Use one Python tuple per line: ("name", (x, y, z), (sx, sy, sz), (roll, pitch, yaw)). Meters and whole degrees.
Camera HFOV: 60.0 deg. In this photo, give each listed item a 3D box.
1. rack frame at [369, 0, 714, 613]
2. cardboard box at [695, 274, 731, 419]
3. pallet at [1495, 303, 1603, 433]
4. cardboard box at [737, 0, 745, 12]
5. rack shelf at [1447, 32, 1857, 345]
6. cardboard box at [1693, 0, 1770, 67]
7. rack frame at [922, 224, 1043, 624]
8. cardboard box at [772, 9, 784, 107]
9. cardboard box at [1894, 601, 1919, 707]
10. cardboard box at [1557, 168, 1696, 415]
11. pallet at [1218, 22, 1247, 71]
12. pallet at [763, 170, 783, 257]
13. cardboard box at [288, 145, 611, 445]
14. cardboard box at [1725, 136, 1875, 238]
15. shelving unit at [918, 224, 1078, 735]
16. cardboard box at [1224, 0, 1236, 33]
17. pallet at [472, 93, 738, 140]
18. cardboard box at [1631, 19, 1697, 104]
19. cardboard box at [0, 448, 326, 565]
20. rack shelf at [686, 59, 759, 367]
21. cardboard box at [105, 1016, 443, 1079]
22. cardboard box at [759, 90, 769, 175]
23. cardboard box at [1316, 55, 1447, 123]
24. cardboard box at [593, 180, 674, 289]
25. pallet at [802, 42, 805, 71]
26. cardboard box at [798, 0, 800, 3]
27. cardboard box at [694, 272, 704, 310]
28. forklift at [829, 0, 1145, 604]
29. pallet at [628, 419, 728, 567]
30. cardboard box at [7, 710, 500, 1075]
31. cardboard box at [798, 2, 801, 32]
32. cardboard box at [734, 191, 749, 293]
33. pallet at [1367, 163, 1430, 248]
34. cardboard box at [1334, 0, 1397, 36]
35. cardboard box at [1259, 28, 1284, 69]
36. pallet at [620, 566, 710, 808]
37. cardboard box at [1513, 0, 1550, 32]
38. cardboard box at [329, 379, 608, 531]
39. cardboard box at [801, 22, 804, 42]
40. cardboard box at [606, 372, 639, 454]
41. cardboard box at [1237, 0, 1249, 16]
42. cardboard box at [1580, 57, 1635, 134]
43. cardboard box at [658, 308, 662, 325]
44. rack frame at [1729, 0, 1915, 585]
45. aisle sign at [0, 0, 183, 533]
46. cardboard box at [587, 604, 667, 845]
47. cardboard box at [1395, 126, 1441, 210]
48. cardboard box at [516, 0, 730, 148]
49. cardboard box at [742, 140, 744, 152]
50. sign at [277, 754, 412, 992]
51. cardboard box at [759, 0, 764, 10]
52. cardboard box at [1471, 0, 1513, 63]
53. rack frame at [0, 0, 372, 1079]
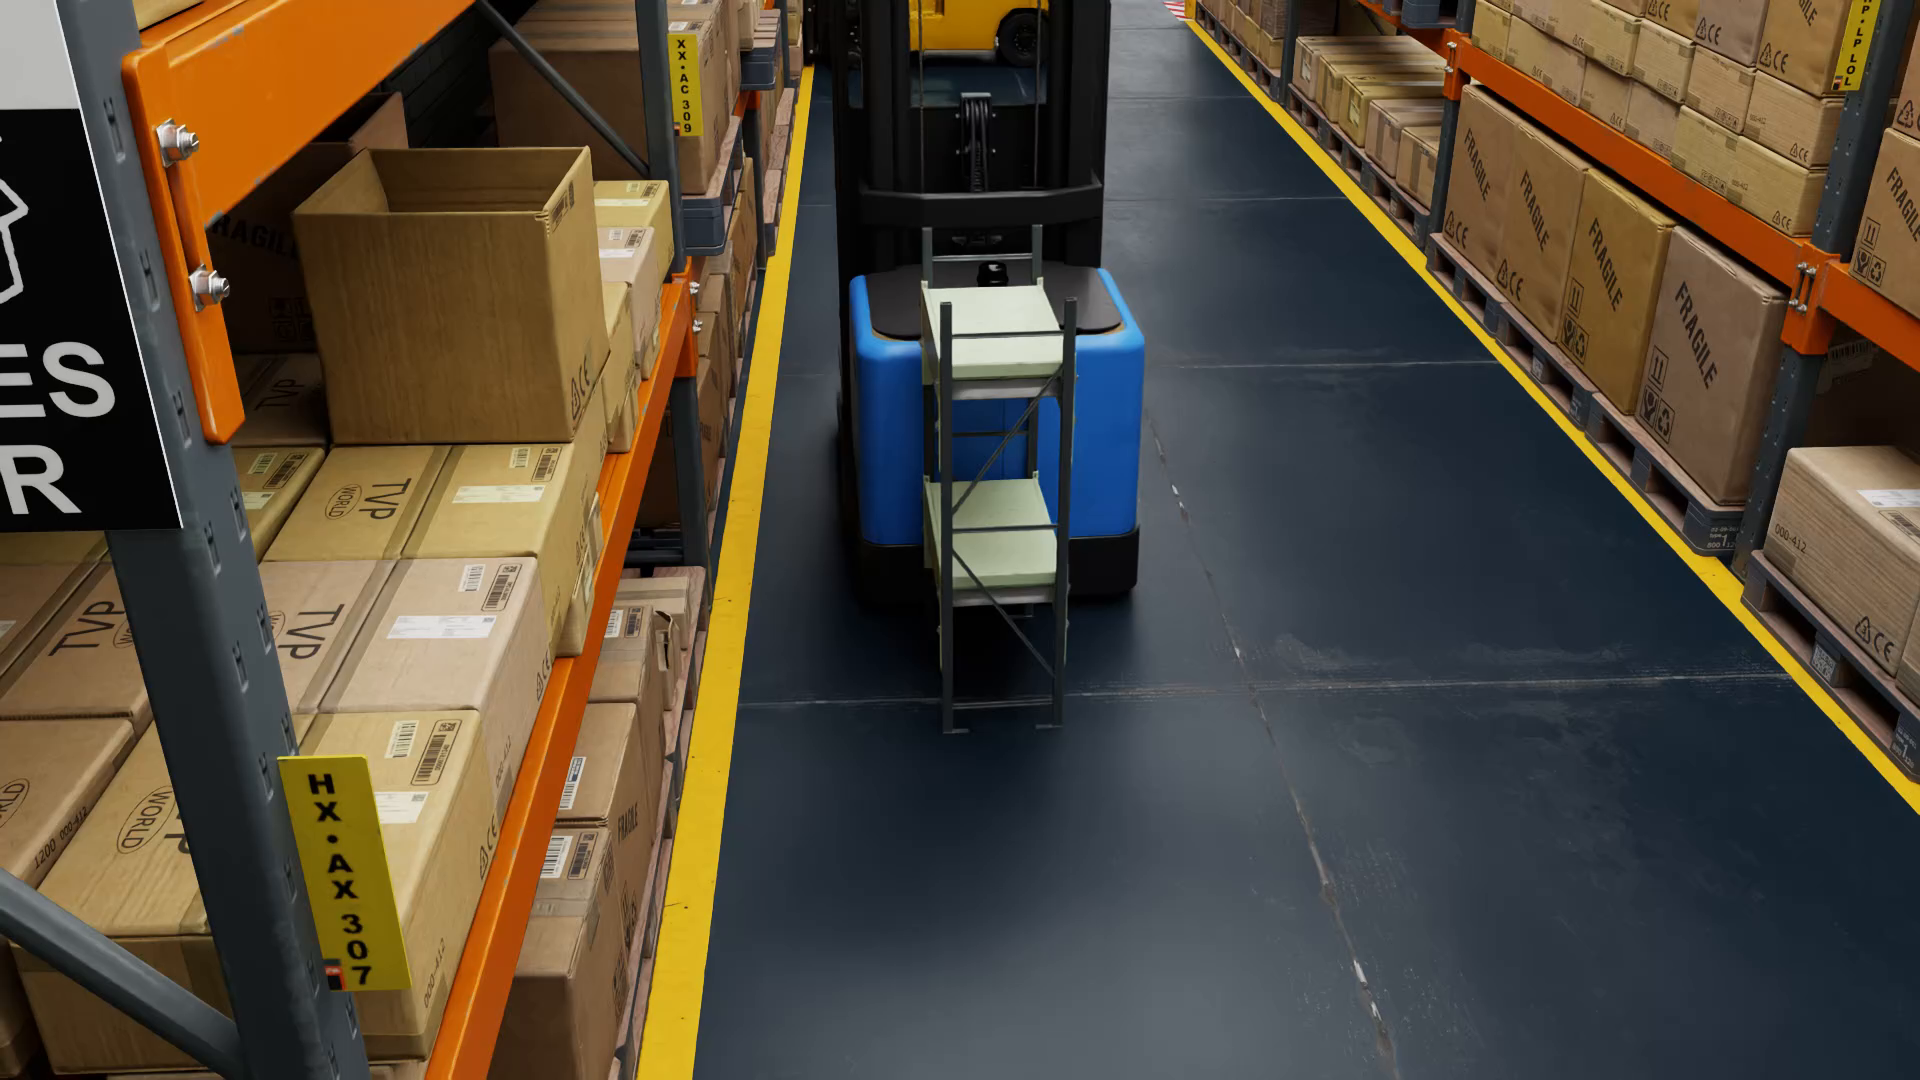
("rack frame", (-1.436, -1.075, 5.567), (1.000, 3.000, 0.127), (-1, 28, -3))
("cardboard box", (-1.295, -0.858, 7.400), (0.500, 0.500, 0.500), (-2, 28, -4))
("pallet", (3.339, -0.879, 8.207), (1.003, 0.211, 1.213), (-1, 28, -3))
("cardboard box", (-1.374, -2.404, 7.551), (0.797, 0.503, 0.637), (-2, 28, -4))
("rack shelf", (3.417, -1.801, 7.737), (1.077, 0.370, 4.000), (-1, 28, -3))
("cardboard box", (3.213, -2.123, 6.387), (0.500, 0.500, 0.500), (-1, 28, -2))
("rack frame", (0.073, -0.368, 5.835), (0.400, 1.500, 0.023), (-2, 28, -5))
("cardboard box", (-1.815, -3.662, 12.641), (0.875, 0.625, 0.625), (0, 28, 0))
("cardboard box", (3.494, 0.460, 4.942), (0.875, 0.438, 0.875), (-2, 28, -4))
("cardboard box", (3.354, -1.142, 7.539), (0.875, 0.875, 0.875), (-1, 28, -1))
("pallet", (2.966, -4.528, 15.204), (1.003, 0.211, 1.213), (-1, 28, -3))
("pallet", (-1.648, -2.067, 10.484), (1.003, 0.211, 1.213), (-1, 28, -3))
("cardboard box", (-1.060, -0.534, 3.560), (0.500, 0.500, 0.500), (-1, 28, -1))
("cardboard box", (3.246, -1.331, 6.220), (0.500, 0.250, 0.500), (-2, 28, -4))
("shelving unit", (0.107, -0.200, 5.511), (0.431, 1.500, 0.755), (-2, 28, -5))
("cardboard box", (2.721, -4.838, 15.302), (0.500, 0.250, 0.500), (0, 28, 1))
("pallet", (-1.538, -1.939, 7.431), (1.003, 0.211, 1.213), (-1, 28, -3))
("cardboard box", (3.189, -2.019, 6.999), (0.500, 0.250, 0.500), (-1, 28, -1))
("cardboard box", (-1.563, 0.034, 3.281), (0.500, 0.250, 0.500), (-1, 28, -1))
("rack shelf", (-1.540, -1.679, 7.504), (1.077, 0.370, 4.000), (-1, 28, -3))
("cardboard box", (-0.970, 0.726, 2.387), (0.380, 0.149, 0.250), (-2, 28, -3))
("cardboard box", (-1.705, -2.645, 10.692), (0.875, 0.625, 0.625), (-1, 28, -1))
("cardboard box", (3.174, -3.338, 12.293), (0.950, 0.372, 0.625), (0, 28, 1))
("cardboard box", (-1.165, -0.911, 5.093), (0.500, 0.250, 0.500), (-1, 28, -1))
("pallet", (-1.920, -4.466, 15.084), (1.003, 0.211, 1.213), (-1, 28, -3))
("cardboard box", (-1.582, -4.647, 13.854), (0.500, 0.250, 0.500), (-1, 28, -3))
("cardboard box", (-1.309, -1.099, 7.161), (0.380, 0.149, 0.250), (-1, 28, -3))
("forklift", (0.015, -1.714, 6.867), (1.130, 2.935, 3.031), (-2, 28, -5))
("pallet", (-1.516, -0.213, 6.930), (1.003, 0.211, 1.213), (-1, 28, -3))
("cardboard box", (-0.981, 0.491, 2.405), (0.500, 0.250, 0.500), (-1, 28, -2))
("cardboard box", (-1.599, -4.421, 13.962), (0.500, 0.250, 0.500), (-2, 28, -3))
("cardboard box", (-1.392, -1.578, 8.781), (0.500, 0.500, 0.500), (-2, 28, -3))
("pallet", (3.273, -2.168, 10.678), (1.003, 0.211, 1.213), (-1, 28, -3))
("cardboard box", (3.342, -4.469, 13.784), (0.500, 0.500, 0.500), (0, 28, 0))
("cardboard box", (2.804, -4.124, 13.933), (0.500, 0.250, 0.500), (0, 28, 0))
("pallet", (-1.401, 0.479, 5.603), (1.003, 0.211, 1.213), (-1, 28, -3))
("cardboard box", (3.118, -2.720, 8.343), (0.500, 0.250, 0.500), (-1, 28, -1))
("cardboard box", (-1.086, -0.211, 3.752), (0.500, 0.250, 0.500), (-2, 28, -4))
("cardboard box", (-1.632, -4.439, 14.536), (0.500, 0.250, 0.500), (-1, 28, -2))
("cardboard box", (-1.066, -0.344, 4.437), (0.380, 0.149, 0.250), (-2, 28, -3))
("cardboard box", (2.748, -4.927, 14.662), (0.500, 0.500, 0.500), (0, 28, 0))
("cardboard box", (3.182, -2.038, 7.576), (0.500, 0.250, 0.500), (-1, 28, -3))
("cardboard box", (-1.131, -0.702, 5.125), (0.380, 0.149, 0.250), (-1, 28, -1))
("rack frame", (3.521, -1.196, 5.800), (1.000, 3.000, 0.127), (-1, 28, -3))
("aisle sign", (-0.930, -0.356, 1.377), (0.394, 0.787, 0.004), (-1, 28, -3))
("cardboard box", (-1.224, 0.535, 4.730), (0.700, 0.500, 0.500), (-2, 28, -5))
("cardboard box", (3.293, -2.326, 10.353), (0.950, 0.372, 0.625), (-3, 28, -6))
("cardboard box", (-1.264, -1.773, 6.344), (0.700, 0.500, 0.500), (-1, 28, -2))
("cardboard box", (-1.366, -2.065, 9.014), (0.380, 0.149, 0.250), (-3, 28, -5))
("sign", (-0.685, 0.376, 1.850), (0.100, 0.325, 0.005), (-1, 28, -3))
("cardboard box", (-1.445, -3.299, 9.993), (0.500, 0.250, 0.500), (-2, 28, -4))
("cardboard box", (3.087, -2.745, 8.931), (0.500, 0.250, 0.500), (-2, 28, -4))
("rack frame", (-1.223, 0.773, 2.025), (0.949, 2.616, 0.053), (-1, 28, -3))
